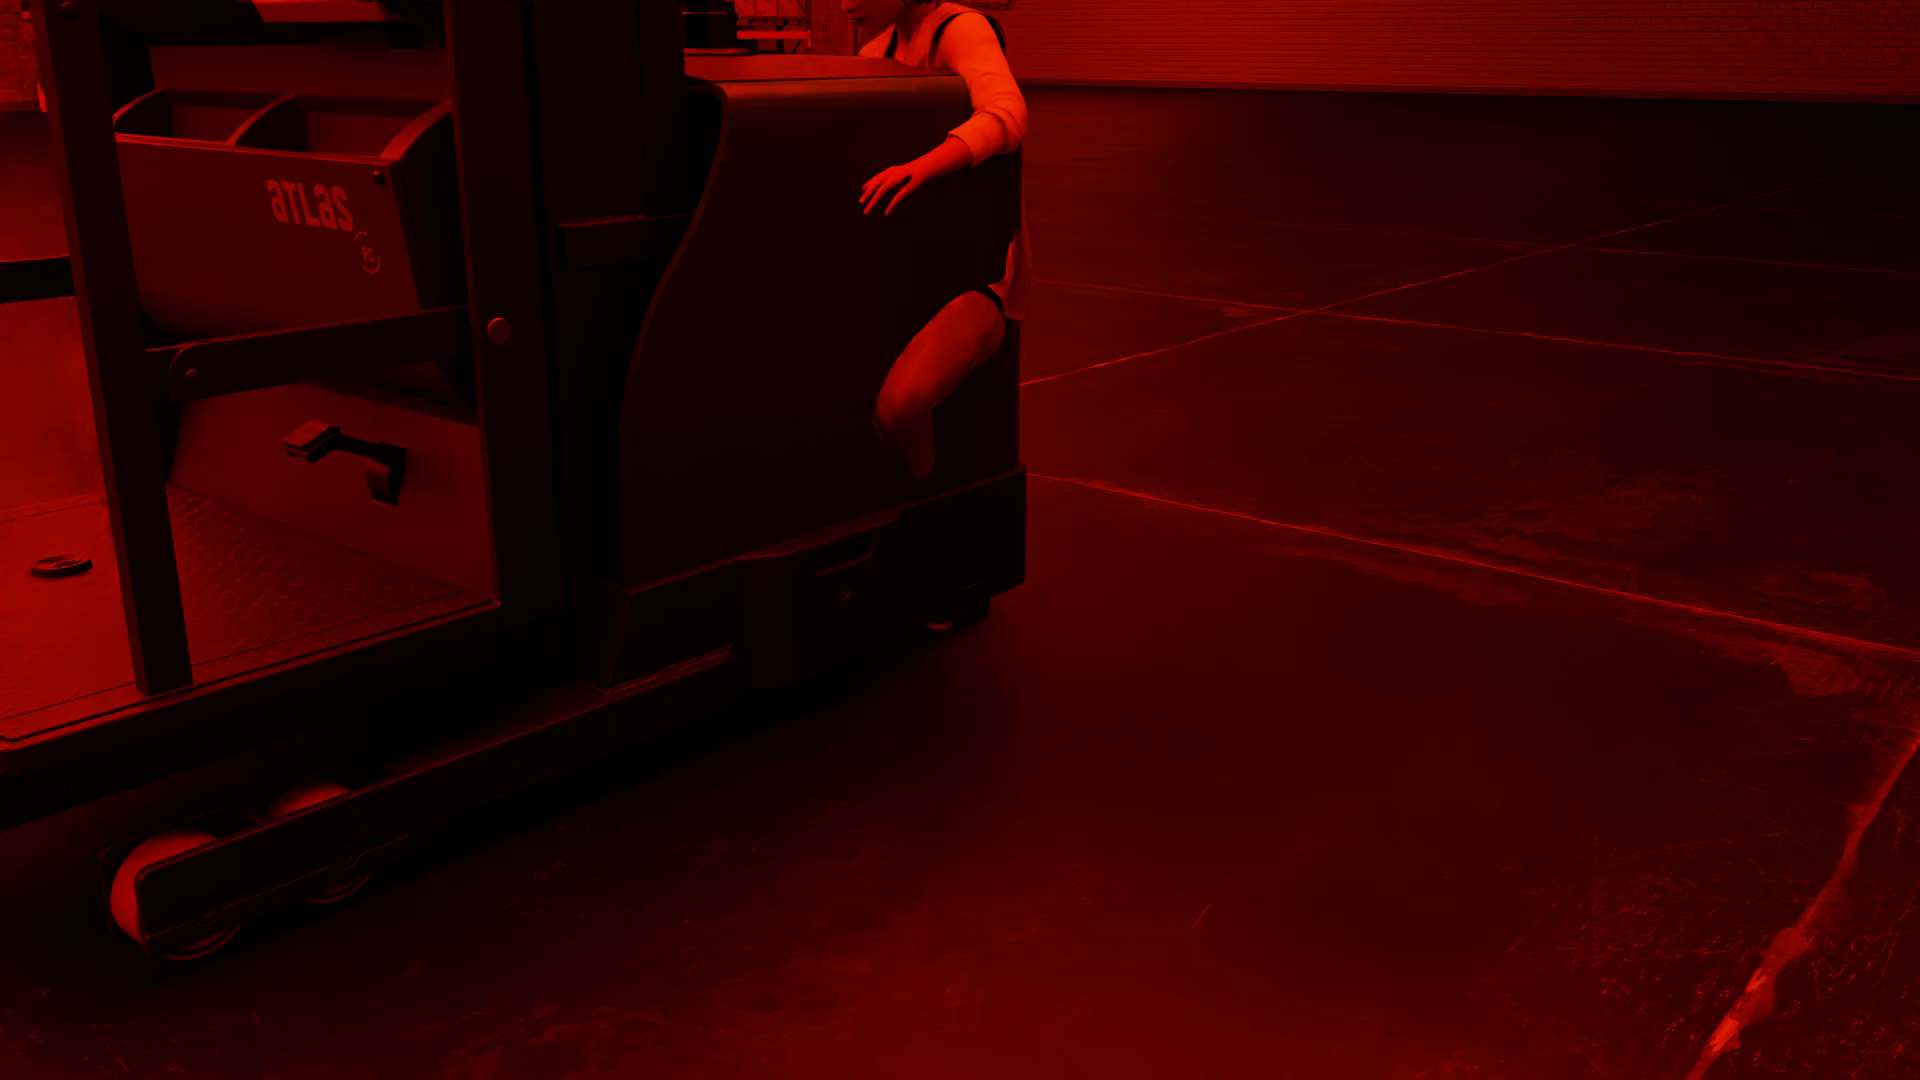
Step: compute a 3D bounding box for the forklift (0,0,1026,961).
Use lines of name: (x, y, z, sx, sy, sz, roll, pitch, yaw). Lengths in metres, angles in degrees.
forklift: (-1.204, -1.024, 2.268, 1.130, 2.935, 3.031, 14, 22, 38)

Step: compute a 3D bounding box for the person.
person: (-0.210, -0.524, 3.219, 0.688, 1.365, 0.822, -11, 20, -32)
